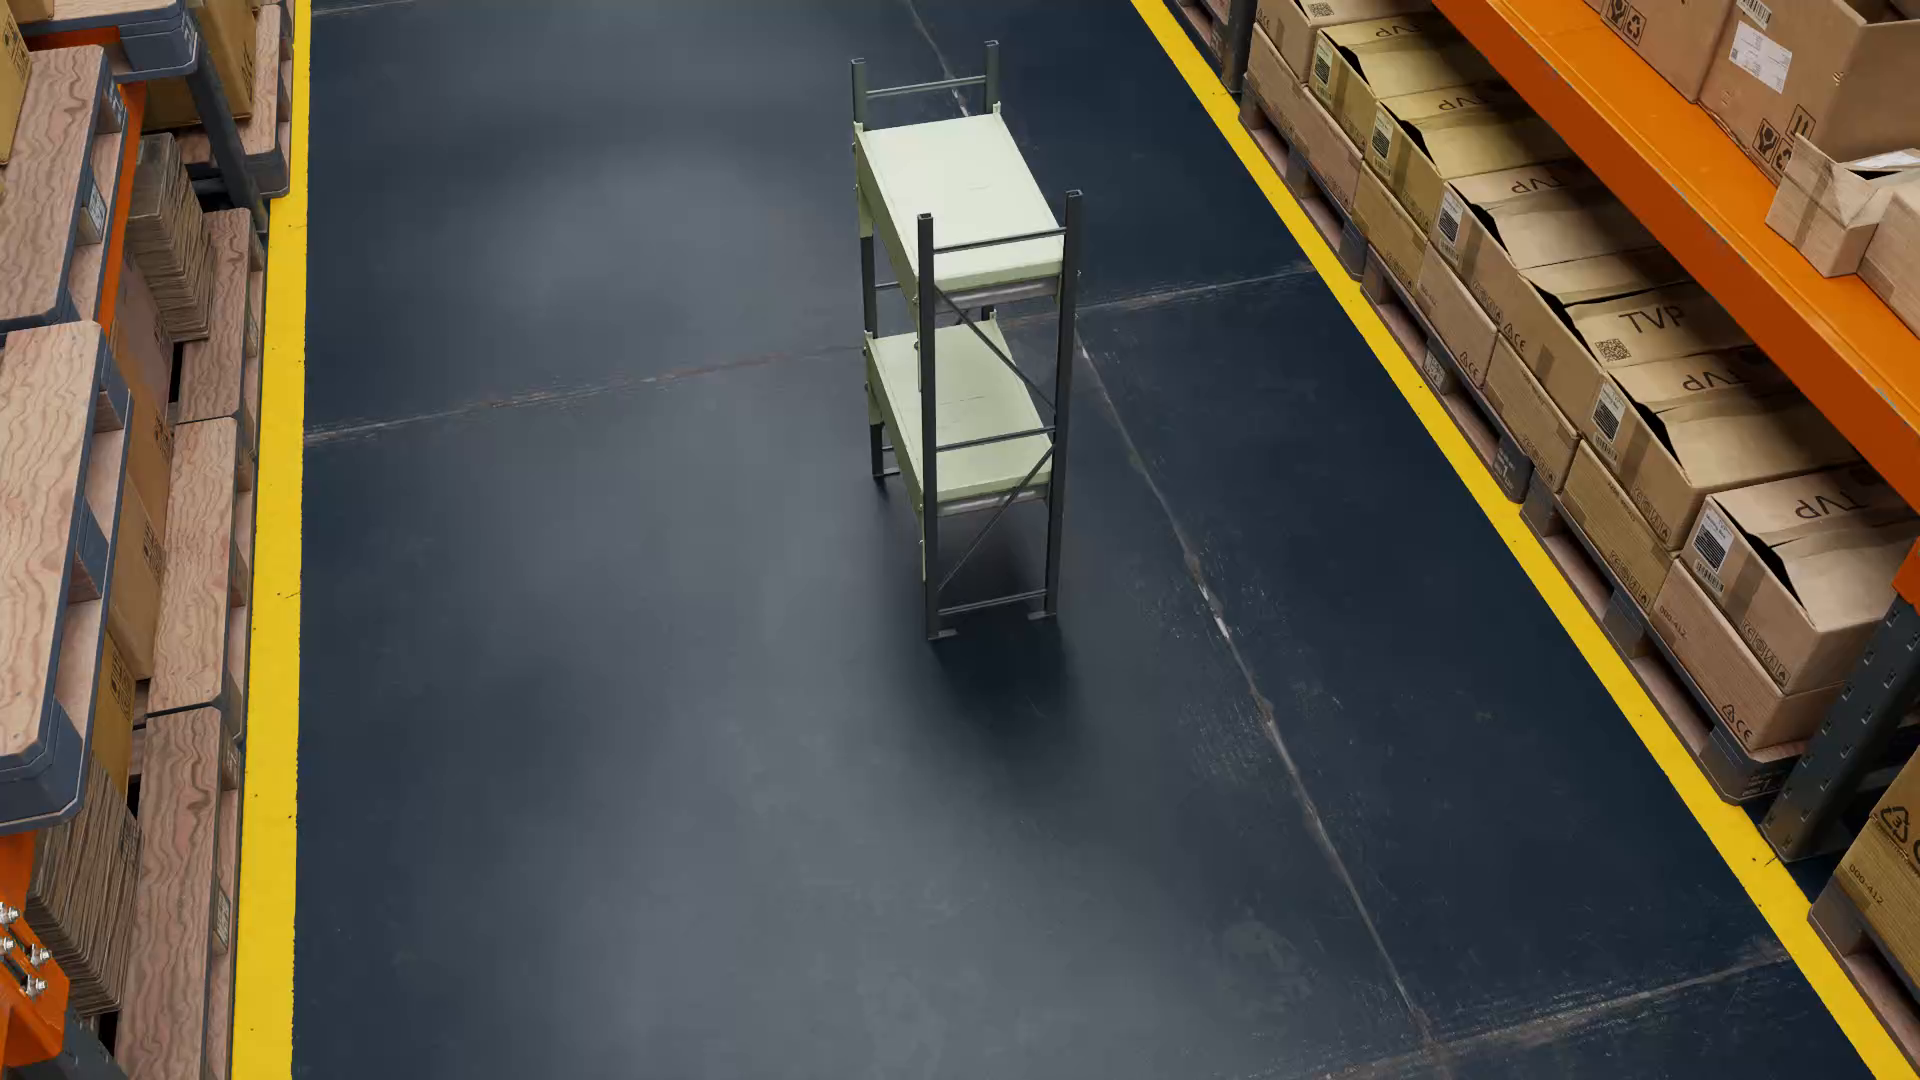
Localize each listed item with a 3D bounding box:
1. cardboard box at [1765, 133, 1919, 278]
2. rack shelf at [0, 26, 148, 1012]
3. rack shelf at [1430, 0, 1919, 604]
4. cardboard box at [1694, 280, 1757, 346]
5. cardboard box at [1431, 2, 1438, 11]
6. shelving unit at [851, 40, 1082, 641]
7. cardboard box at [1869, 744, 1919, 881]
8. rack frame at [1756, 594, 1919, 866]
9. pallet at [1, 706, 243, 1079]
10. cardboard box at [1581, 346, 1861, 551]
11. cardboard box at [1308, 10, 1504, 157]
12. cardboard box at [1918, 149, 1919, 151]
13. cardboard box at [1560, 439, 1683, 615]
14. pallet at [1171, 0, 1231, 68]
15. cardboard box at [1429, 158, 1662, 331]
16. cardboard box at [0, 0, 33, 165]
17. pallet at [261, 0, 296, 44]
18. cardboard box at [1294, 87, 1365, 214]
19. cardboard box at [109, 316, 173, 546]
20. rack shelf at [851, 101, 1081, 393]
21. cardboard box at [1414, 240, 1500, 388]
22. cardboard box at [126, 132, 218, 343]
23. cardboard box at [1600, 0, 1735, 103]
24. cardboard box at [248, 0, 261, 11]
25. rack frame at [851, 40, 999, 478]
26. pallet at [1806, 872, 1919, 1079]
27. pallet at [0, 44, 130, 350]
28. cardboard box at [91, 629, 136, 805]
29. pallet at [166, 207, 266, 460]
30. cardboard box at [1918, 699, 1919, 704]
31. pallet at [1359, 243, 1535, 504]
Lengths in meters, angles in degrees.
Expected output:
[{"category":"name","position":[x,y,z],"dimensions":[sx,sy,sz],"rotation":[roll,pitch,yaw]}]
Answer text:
[{"category":"cardboard box","position":[2.246,-0.848,4.075],"dimensions":[0.396,0.266,0.258],"rotation":[-12,47,-11]},{"category":"rack shelf","position":[-2.651,-0.542,4.185],"dimensions":[1.077,0.370,4.000],"rotation":[-11,47,-10]},{"category":"rack shelf","position":[2.137,-1.450,5.075],"dimensions":[1.077,0.370,4.000],"rotation":[-11,47,-10]},{"category":"cardboard box","position":[2.527,-0.737,5.110],"dimensions":[0.500,0.311,0.500],"rotation":[-12,47,-12]},{"category":"cardboard box","position":[1.997,-2.147,6.493],"dimensions":[0.500,0.311,0.500],"rotation":[-10,46,-9]},{"category":"shelving unit","position":[0.002,-0.520,4.710],"dimensions":[0.431,1.500,0.755],"rotation":[-11,47,-10]},{"category":"cardboard box","position":[2.465,0.609,3.659],"dimensions":[0.500,0.500,0.500],"rotation":[-11,47,-10]},{"category":"rack frame","position":[2.649,-0.321,3.465],"dimensions":[1.000,3.000,0.127],"rotation":[-11,47,-10]},{"category":"pallet","position":[-2.340,1.026,4.097],"dimensions":[1.003,0.211,1.213],"rotation":[-11,47,-10]},{"category":"cardboard box","position":[2.129,-0.287,4.670],"dimensions":[0.500,0.311,0.500],"rotation":[-10,46,-9]},{"category":"cardboard box","position":[1.617,-1.687,6.042],"dimensions":[0.500,0.311,0.500],"rotation":[-12,47,-11]},{"category":"cardboard box","position":[2.619,-0.883,4.191],"dimensions":[0.380,0.149,0.250],"rotation":[-11,47,-10]},{"category":"cardboard box","position":[2.135,-0.089,4.868],"dimensions":[0.500,0.250,0.500],"rotation":[-11,47,-11]},{"category":"pallet","position":[1.470,-2.629,7.679],"dimensions":[1.003,0.211,1.213],"rotation":[-11,47,-10]},{"category":"cardboard box","position":[1.878,-0.980,5.349],"dimensions":[0.500,0.311,0.500],"rotation":[-11,47,-11]},{"category":"cardboard box","position":[-2.693,-1.185,3.933],"dimensions":[0.700,0.500,0.500],"rotation":[-11,47,-10]},{"category":"pallet","position":[-3.601,-2.597,7.648],"dimensions":[1.003,0.211,1.213],"rotation":[-11,47,-10]},{"category":"cardboard box","position":[1.604,-1.505,6.256],"dimensions":[0.500,0.250,0.500],"rotation":[-12,47,-11]},{"category":"cardboard box","position":[-2.754,-0.251,4.838],"dimensions":[0.700,0.500,0.500],"rotation":[-11,47,-11]},{"category":"rack shelf","position":[0.002,-0.793,4.431],"dimensions":[0.431,0.370,0.720],"rotation":[-11,47,-10]},{"category":"cardboard box","position":[1.874,-0.793,5.559],"dimensions":[0.500,0.250,0.500],"rotation":[-10,46,-10]},{"category":"cardboard box","position":[-2.928,-0.966,5.539],"dimensions":[0.700,0.500,0.500],"rotation":[-10,46,-10]},{"category":"cardboard box","position":[2.205,-1.599,4.647],"dimensions":[0.500,0.500,0.500],"rotation":[-11,47,-10]},{"category":"cardboard box","position":[-3.442,-2.707,7.014],"dimensions":[0.750,0.750,0.750],"rotation":[-11,47,-11]},{"category":"rack frame","position":[-0.092,-0.773,4.957],"dimensions":[0.400,1.500,0.023],"rotation":[-11,47,-10]},{"category":"pallet","position":[2.812,1.211,3.915],"dimensions":[1.003,0.211,1.213],"rotation":[-11,47,-10]},{"category":"pallet","position":[-2.617,-0.748,4.017],"dimensions":[1.003,0.211,1.213],"rotation":[-11,47,-10]},{"category":"cardboard box","position":[-2.524,0.455,4.146],"dimensions":[0.700,0.500,0.500],"rotation":[-12,47,-11]},{"category":"pallet","position":[-2.964,-0.659,5.748],"dimensions":[1.003,0.211,1.213],"rotation":[-11,47,-10]},{"category":"cardboard box","position":[2.785,0.170,4.614],"dimensions":[0.500,0.250,0.500],"rotation":[-12,47,-11]},{"category":"pallet","position":[2.106,-0.691,5.779],"dimensions":[1.003,0.211,1.213],"rotation":[-11,47,-10]}]
